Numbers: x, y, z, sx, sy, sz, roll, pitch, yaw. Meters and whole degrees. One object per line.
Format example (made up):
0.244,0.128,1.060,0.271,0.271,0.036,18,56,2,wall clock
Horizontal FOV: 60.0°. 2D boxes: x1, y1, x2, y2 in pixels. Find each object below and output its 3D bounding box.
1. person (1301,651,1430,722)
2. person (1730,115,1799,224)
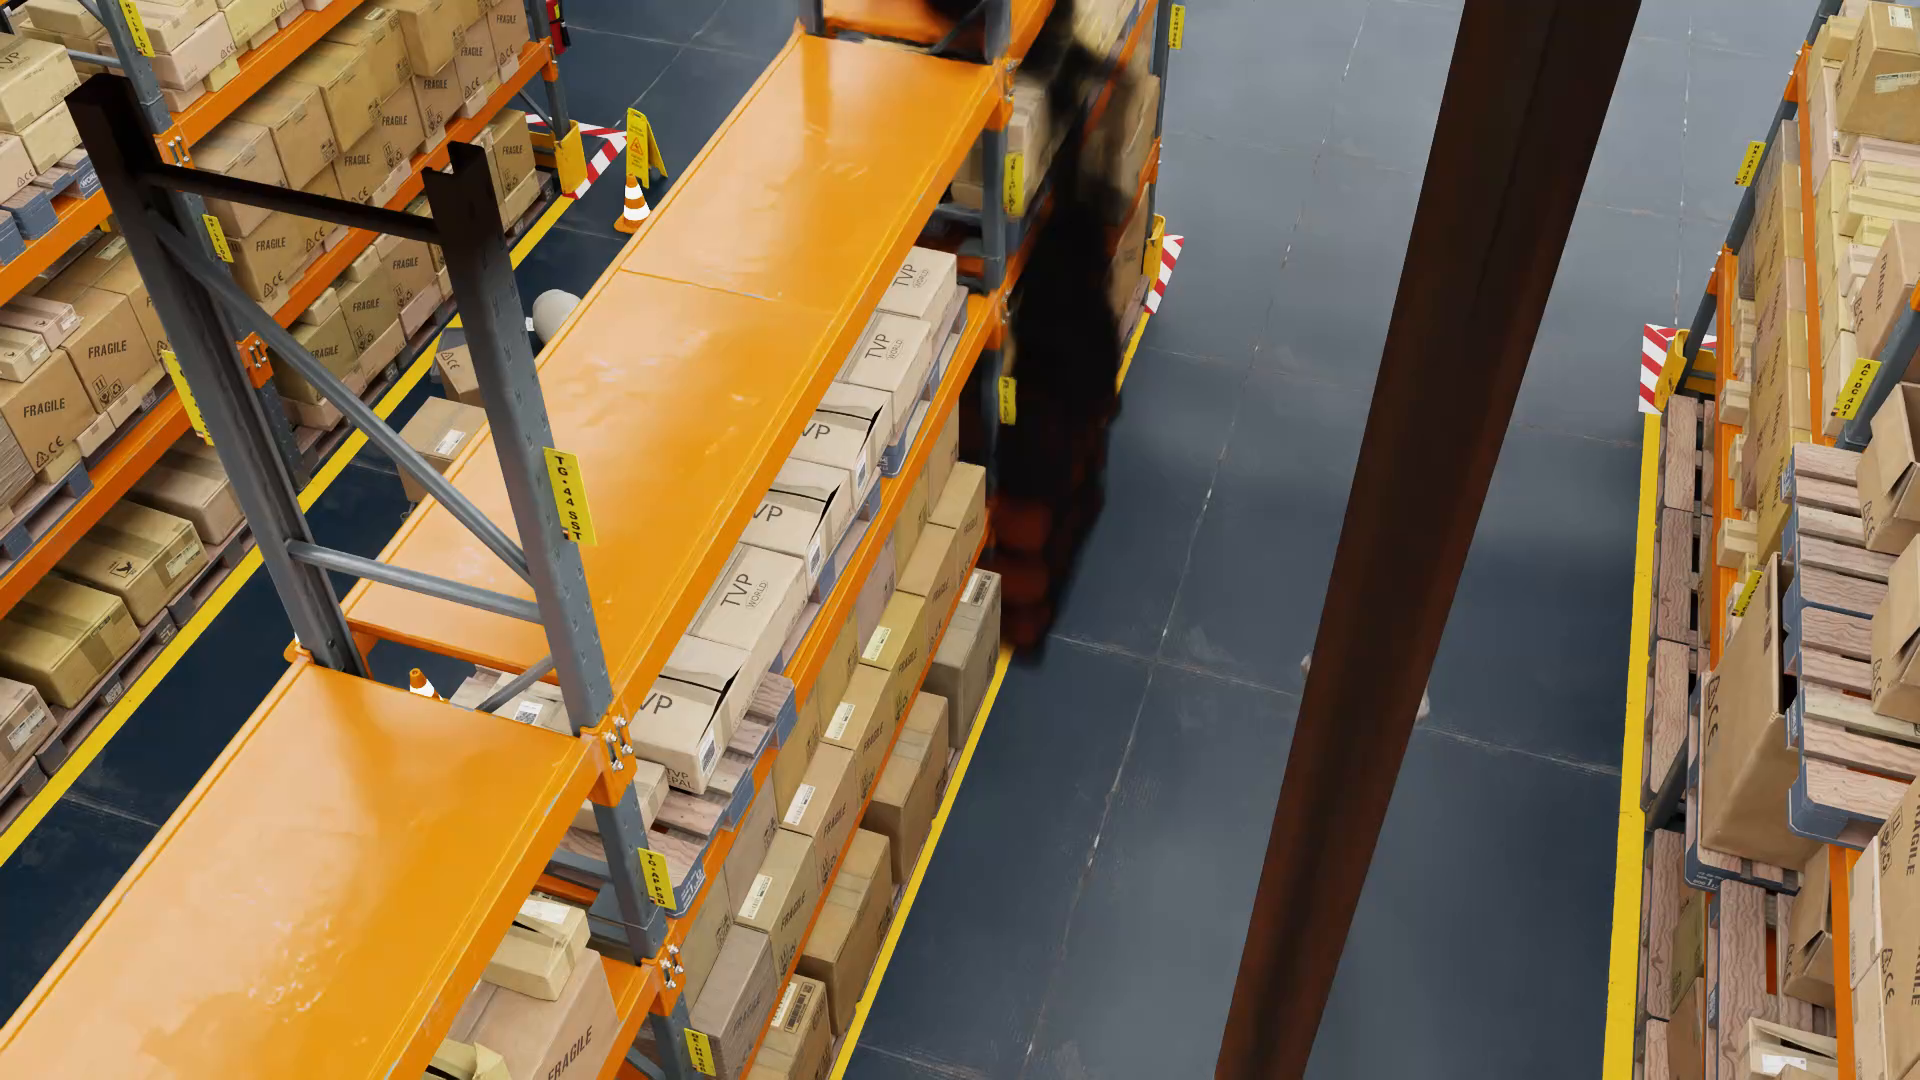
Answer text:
2.035,0.940,8.579,0.659,1.809,0.766,12,47,12,person
6.279,-2.761,12.579,0.754,1.704,0.876,-16,48,-15,person
